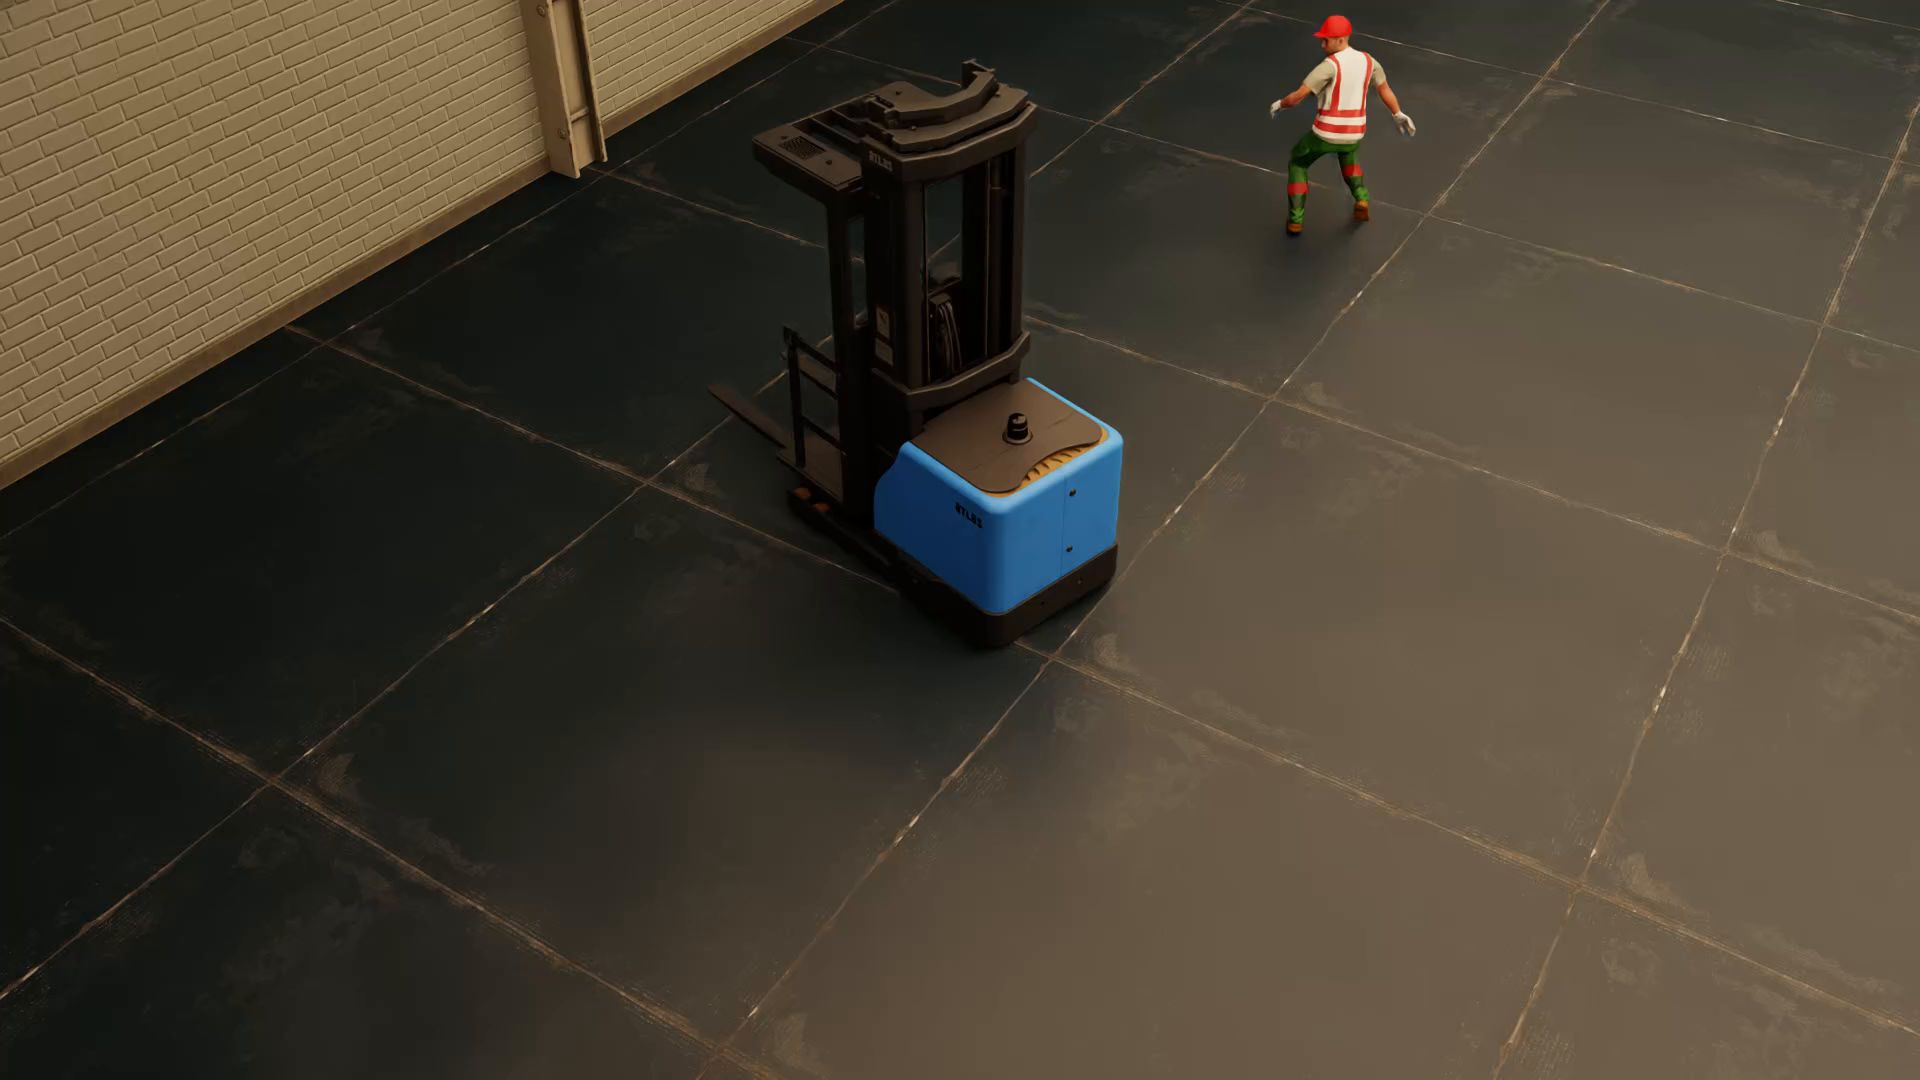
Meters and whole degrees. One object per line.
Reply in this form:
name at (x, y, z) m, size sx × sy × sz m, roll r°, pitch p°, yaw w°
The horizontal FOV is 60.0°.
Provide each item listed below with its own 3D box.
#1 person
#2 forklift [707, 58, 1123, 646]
person at (2.912, -3.156, 12.741) m, size 1.041 × 1.672 × 0.521 m, roll -11°, pitch 41°, yaw -13°
forklift at (-0.431, -1.388, 9.605) m, size 1.130 × 2.935 × 3.031 m, roll -30°, pitch 49°, yaw -31°
